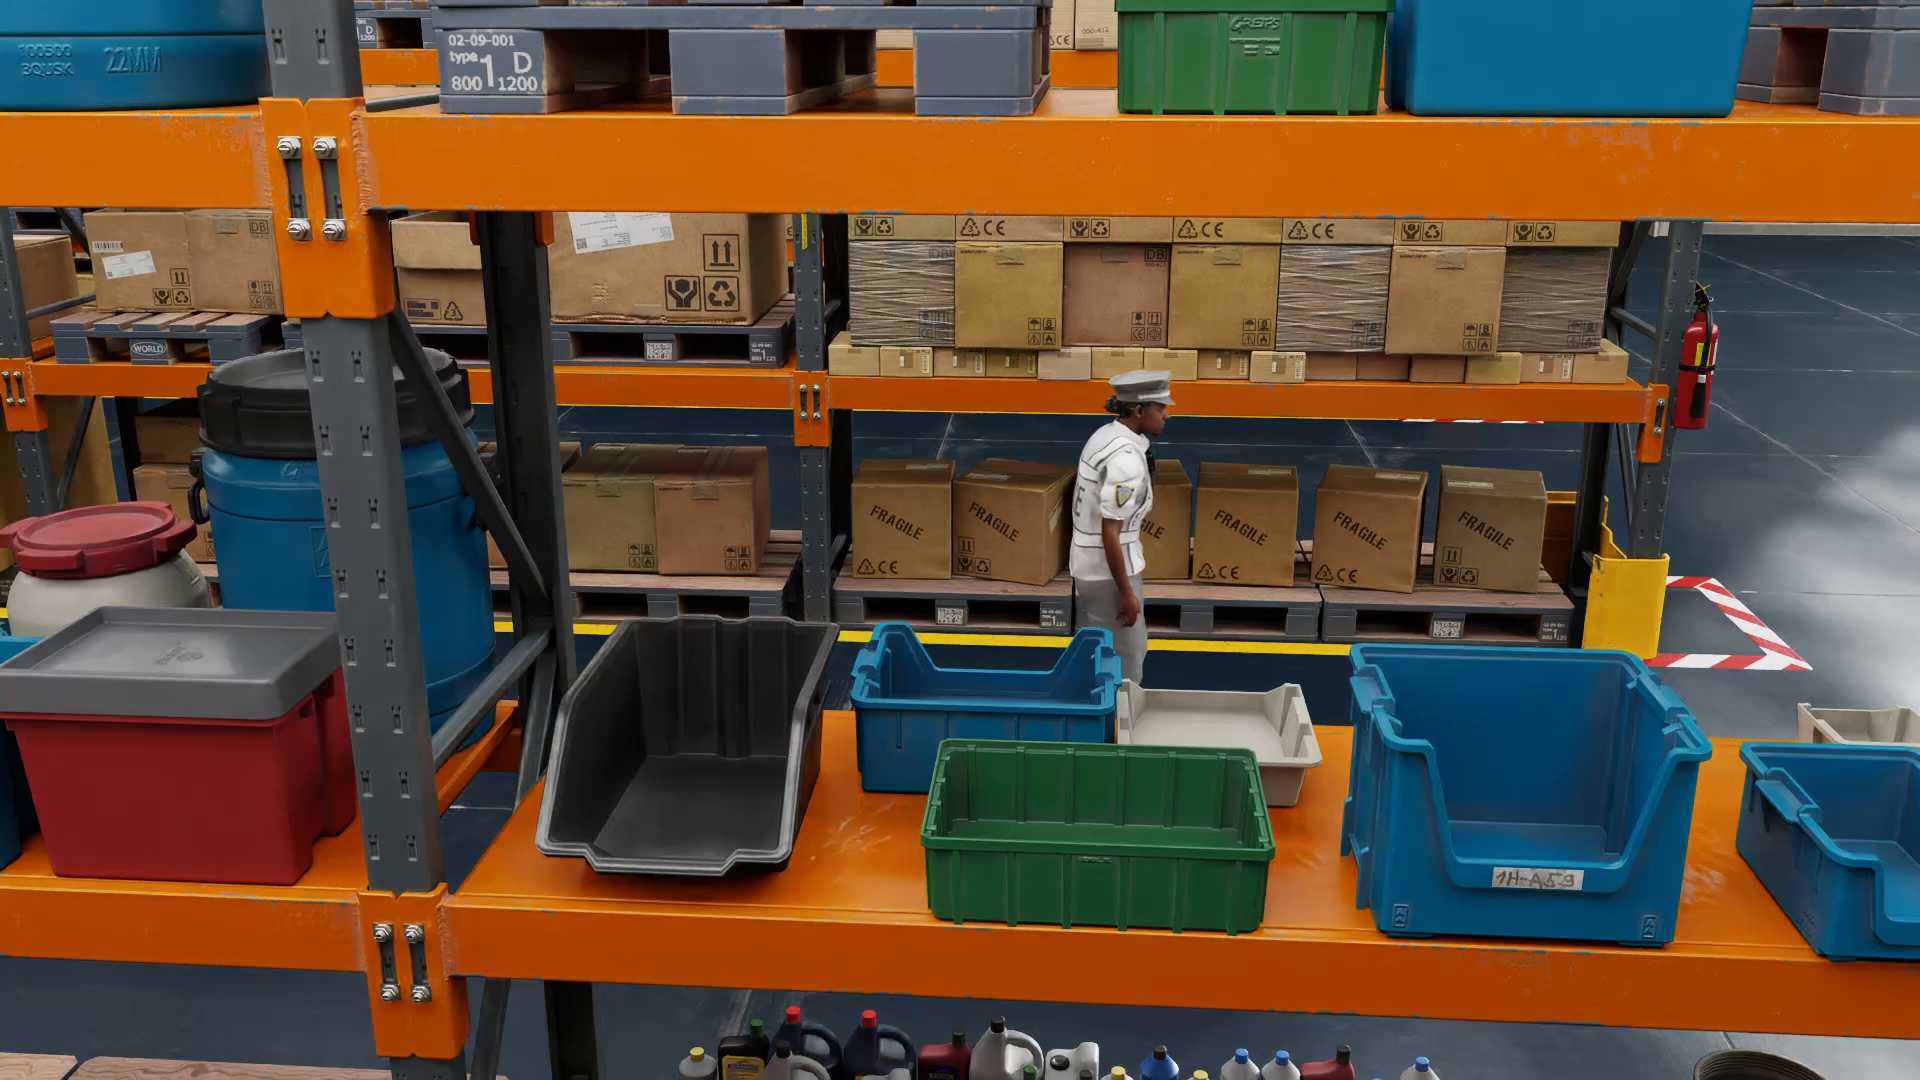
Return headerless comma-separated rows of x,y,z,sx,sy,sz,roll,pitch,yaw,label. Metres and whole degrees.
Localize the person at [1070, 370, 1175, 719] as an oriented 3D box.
0.640,0.149,6.585,0.415,1.658,0.506,1,18,4,person
